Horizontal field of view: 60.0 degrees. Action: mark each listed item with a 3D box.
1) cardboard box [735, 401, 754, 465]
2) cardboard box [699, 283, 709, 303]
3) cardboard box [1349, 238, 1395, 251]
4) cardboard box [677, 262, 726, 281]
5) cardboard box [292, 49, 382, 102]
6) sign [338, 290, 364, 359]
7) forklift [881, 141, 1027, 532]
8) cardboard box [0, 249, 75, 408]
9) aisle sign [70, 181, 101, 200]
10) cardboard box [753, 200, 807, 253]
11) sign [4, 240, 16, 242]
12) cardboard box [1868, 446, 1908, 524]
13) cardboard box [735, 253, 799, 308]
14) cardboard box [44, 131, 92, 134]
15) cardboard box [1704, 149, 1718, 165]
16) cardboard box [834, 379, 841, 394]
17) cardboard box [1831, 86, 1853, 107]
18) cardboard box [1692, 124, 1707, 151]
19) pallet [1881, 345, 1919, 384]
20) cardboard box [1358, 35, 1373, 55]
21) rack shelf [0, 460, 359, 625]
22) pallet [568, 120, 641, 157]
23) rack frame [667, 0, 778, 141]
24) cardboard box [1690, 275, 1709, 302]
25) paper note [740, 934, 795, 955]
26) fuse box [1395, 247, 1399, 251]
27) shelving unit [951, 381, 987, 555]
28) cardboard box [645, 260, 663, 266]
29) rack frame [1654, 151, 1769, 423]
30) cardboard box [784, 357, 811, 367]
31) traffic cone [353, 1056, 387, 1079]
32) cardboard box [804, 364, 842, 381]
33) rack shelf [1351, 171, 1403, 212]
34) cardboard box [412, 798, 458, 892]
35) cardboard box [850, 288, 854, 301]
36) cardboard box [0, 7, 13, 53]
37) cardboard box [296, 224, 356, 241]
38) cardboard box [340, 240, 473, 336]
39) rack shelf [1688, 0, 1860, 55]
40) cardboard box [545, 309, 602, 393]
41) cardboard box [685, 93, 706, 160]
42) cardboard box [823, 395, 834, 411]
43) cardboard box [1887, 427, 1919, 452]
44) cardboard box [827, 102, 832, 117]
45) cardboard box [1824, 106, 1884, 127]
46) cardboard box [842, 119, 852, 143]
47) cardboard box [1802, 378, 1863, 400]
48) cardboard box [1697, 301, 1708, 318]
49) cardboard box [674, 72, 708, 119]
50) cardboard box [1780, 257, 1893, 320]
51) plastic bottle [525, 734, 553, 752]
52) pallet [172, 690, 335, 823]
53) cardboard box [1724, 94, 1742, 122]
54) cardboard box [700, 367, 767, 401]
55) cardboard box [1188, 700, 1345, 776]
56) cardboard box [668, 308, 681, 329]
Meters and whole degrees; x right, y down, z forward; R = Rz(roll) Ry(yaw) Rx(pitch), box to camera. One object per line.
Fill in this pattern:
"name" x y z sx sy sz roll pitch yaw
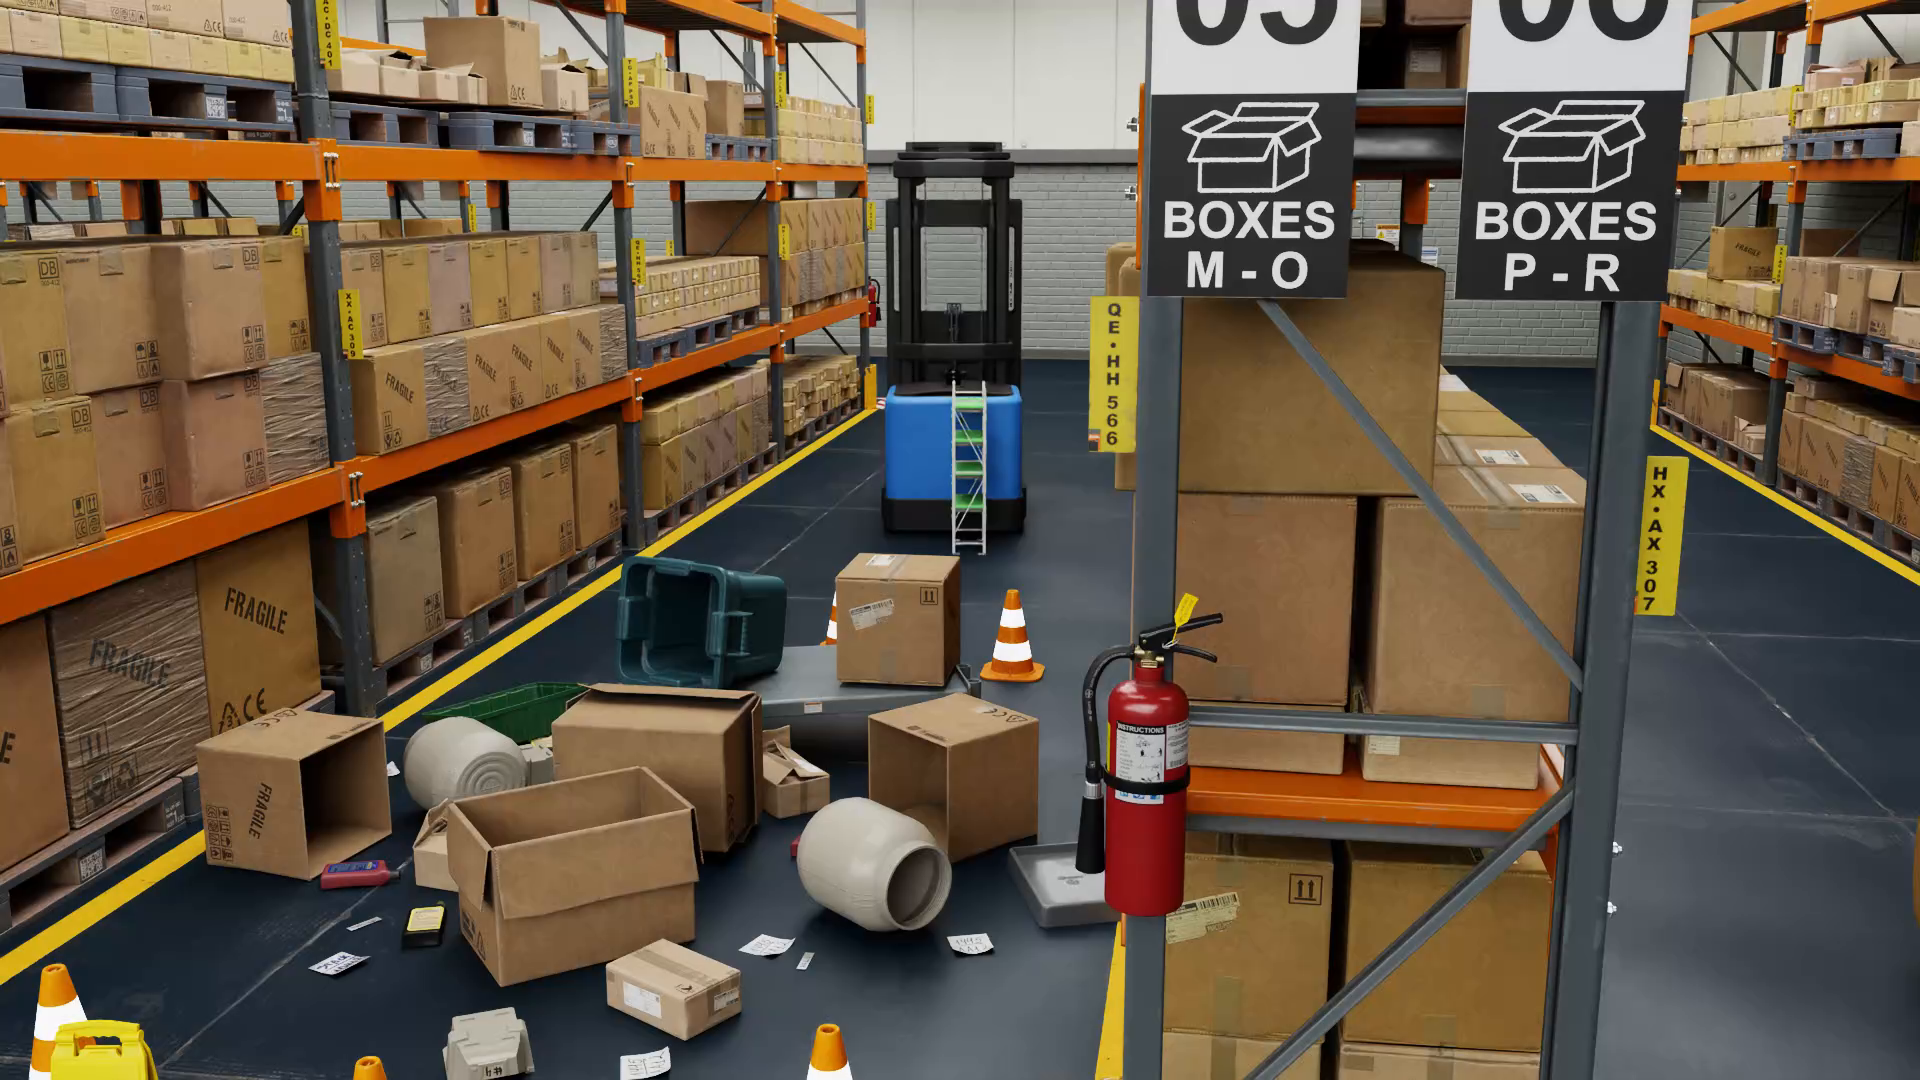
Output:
"cardboard box" -2.139 -0.953 14.734 0.500 0.500 0.500 2 12 7
"cardboard box" -2.303 -2.053 13.792 0.380 0.149 0.250 2 12 11
"cardboard box" 1.005 -0.712 5.361 0.700 0.500 0.500 2 12 8
"cardboard box" -2.228 -2.307 14.266 0.380 0.149 0.250 1 12 7
"cardboard box" -3.453 -2.485 8.906 0.500 0.250 0.500 2 12 8
"sign" -2.877 -1.018 7.854 0.100 0.325 0.005 2 12 9
"forklift" -0.049 -1.751 13.660 1.130 2.935 3.031 0 12 0
"cardboard box" -3.779 -0.762 5.992 0.875 0.550 0.500 2 12 9
"aisle sign" -11.059 -4.690 20.966 0.394 0.787 0.004 2 12 9
"cardboard box" -1.820 -3.117 16.518 0.500 0.500 0.500 2 12 7
"sign" -7.158 -2.100 12.556 0.100 0.325 0.005 2 12 9
"cardboard box" 7.019 -0.398 12.158 0.500 0.500 0.500 2 12 11
"cardboard box" -1.870 -2.528 16.162 0.500 0.500 0.500 2 12 8
"cardboard box" -7.627 -3.620 13.819 0.500 0.500 0.500 3 12 12
"cardboard box" 7.709 -3.845 16.693 0.380 0.149 0.250 2 12 8
"cardboard box" -1.524 -1.693 18.294 0.380 0.149 0.250 2 12 9
"cardboard box" 7.072 -3.471 13.016 0.380 0.149 0.250 2 12 8
"cardboard box" 7.836 -4.121 17.024 0.500 0.250 0.500 2 12 10
"pallet" 7.036 -1.157 11.196 1.213 0.211 1.003 2 12 9
"cardboard box" 0.770 -1.360 4.212 0.500 0.250 0.500 2 12 8
"rack shelf" -3.733 0.194 6.179 1.077 0.370 4.000 2 12 9
"pallet" -2.857 -2.645 10.973 1.213 0.211 1.003 2 12 11
"rack frame" -2.195 -5.172 15.131 1.000 3.000 0.127 2 12 9
"cardboard box" 7.744 -2.548 16.847 0.500 0.250 0.500 2 12 8
"paper note" -0.677 1.422 5.850 0.148 0.019 0.142 7 14 28
"fuse box" 6.224 -3.379 24.109 0.539 1.711 0.414 2 12 9
"shelving unit" 0.065 -0.529 12.102 0.258 1.200 0.503 0 12 0
"cardboard box" -2.830 -2.382 14.613 0.380 0.149 0.250 2 12 8
"rack frame" 8.232 -2.772 18.237 1.000 3.000 0.127 2 12 9
"cardboard box" -1.920 -2.015 19.081 0.380 0.149 0.250 2 12 10
"traffic cone" -1.492 1.542 4.240 0.336 0.463 0.334 2 12 9
"cardboard box" -1.509 -1.838 18.259 0.380 0.149 0.250 2 12 11
"rack shelf" 1.789 -1.965 9.081 1.077 0.370 4.000 2 12 9
"cardboard box" -1.870 1.180 6.386 0.396 0.266 0.258 4 13 18
"cardboard box" -1.426 -2.821 19.061 0.380 0.149 0.250 2 12 9
"cardboard box" -3.439 -1.715 5.576 0.380 0.149 0.250 2 12 9
"cardboard box" -6.671 -3.053 17.410 0.500 0.500 0.500 2 12 9
"cardboard box" -3.200 -1.427 9.385 0.700 0.500 0.500 2 12 9
"rack shelf" 7.924 -4.935 15.750 1.077 0.370 4.000 2 12 9
"cardboard box" -2.692 -1.249 10.932 0.500 0.500 0.500 2 12 9
"cardboard box" -2.318 -3.240 13.052 0.500 0.500 0.500 2 12 9
"cardboard box" -1.584 -1.495 18.080 0.380 0.149 0.250 2 12 10
"cardboard box" 7.046 -0.735 12.181 0.380 0.149 0.250 2 12 8
"cardboard box" -1.569 -4.560 17.634 0.380 0.149 0.250 2 12 10
"cardboard box" 7.038 -3.330 13.065 0.380 0.149 0.250 2 12 9
"cardboard box" -1.477 -4.499 18.296 0.500 0.250 0.500 2 12 7
"cardboard box" 7.306 -1.264 13.928 0.380 0.149 0.250 1 12 6
"cardboard box" 7.663 -2.323 16.751 0.380 0.149 0.250 2 12 7
"cardboard box" -2.562 -3.644 13.920 0.797 0.503 0.637 2 12 8
"cardboard box" 7.321 -2.100 13.885 0.700 0.500 0.500 2 12 10
"plastic bottle" -1.977 0.969 7.851 0.133 0.061 0.283 -5 13 -21
"pallet" -3.620 0.945 7.607 1.003 0.211 1.213 2 12 9
"cardboard box" 7.687 -4.154 15.993 0.500 0.250 0.500 2 12 10
"cardboard box" -2.060 -1.426 15.146 0.500 0.250 0.500 2 12 7
"cardboard box" 0.712 0.436 3.945 0.380 0.149 0.250 2 12 11
"cardboard box" -2.420 -1.744 13.064 0.380 0.149 0.250 2 12 11
